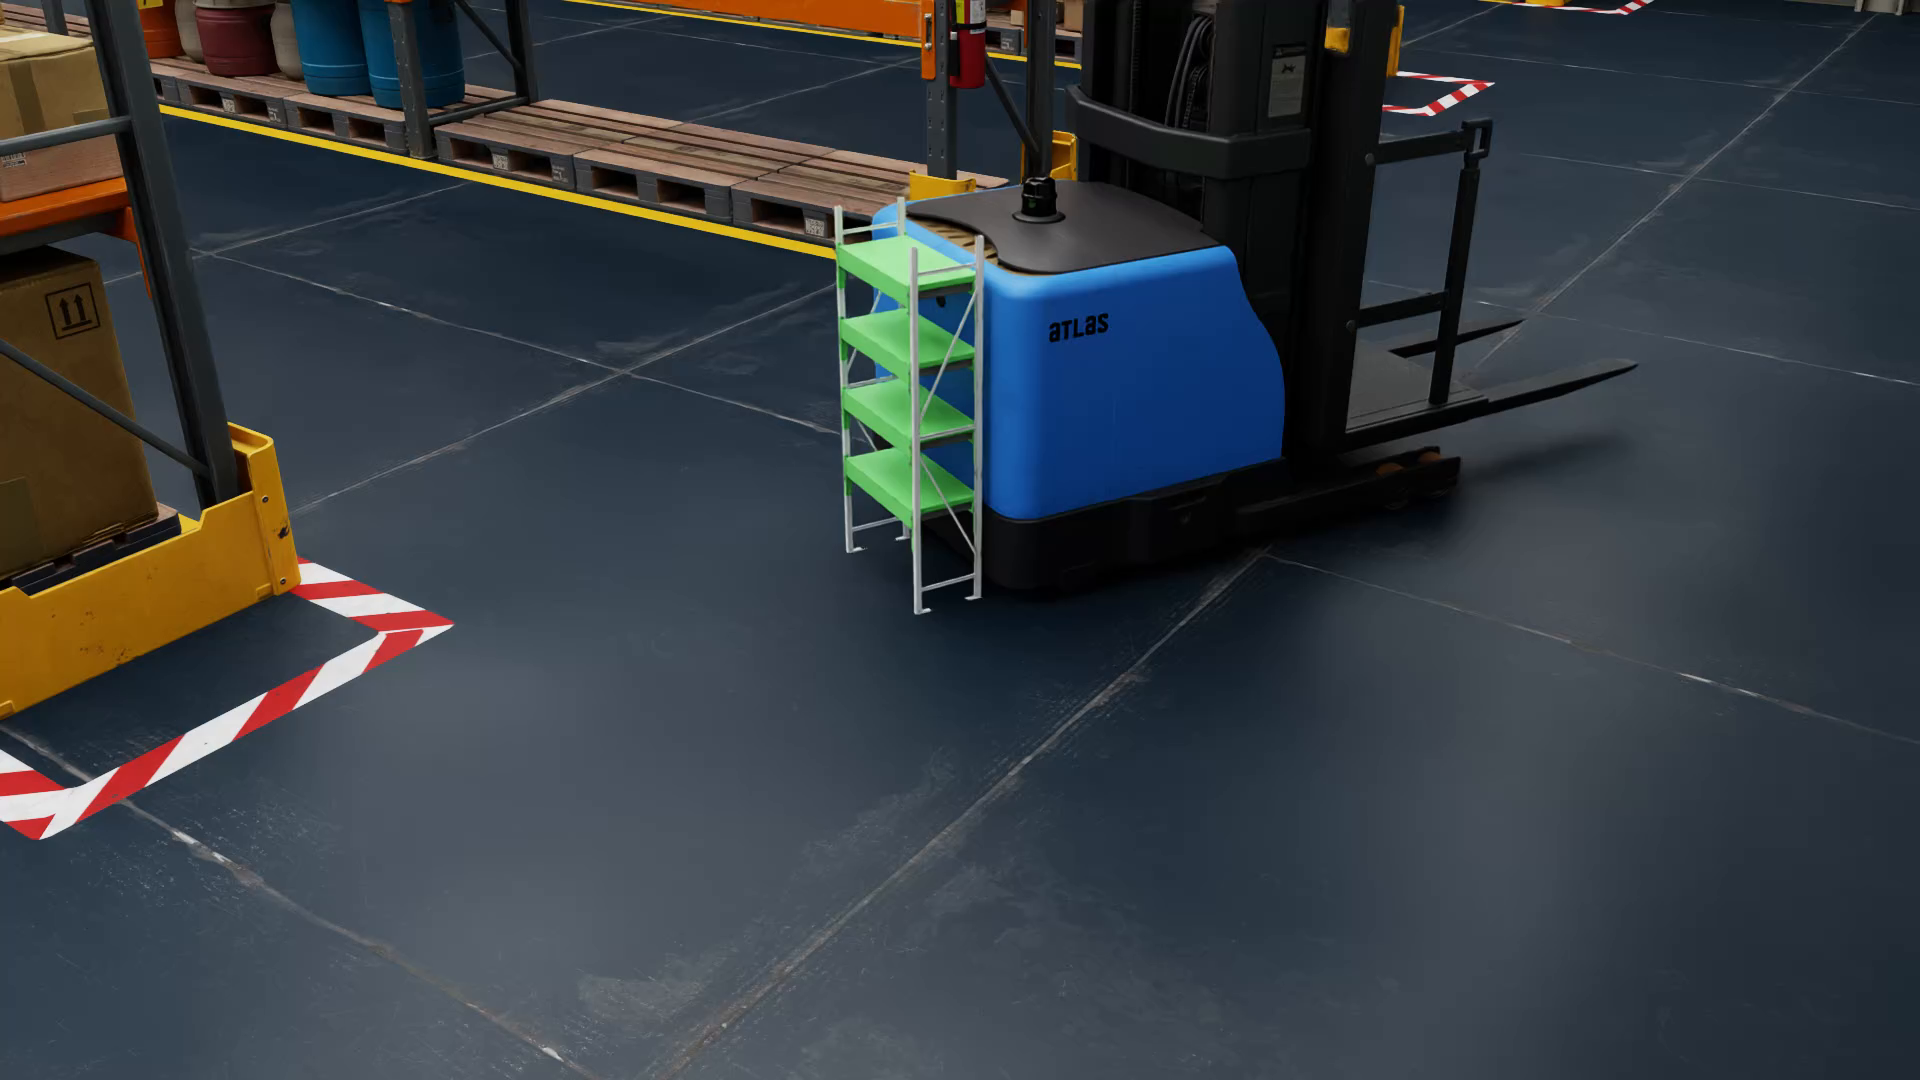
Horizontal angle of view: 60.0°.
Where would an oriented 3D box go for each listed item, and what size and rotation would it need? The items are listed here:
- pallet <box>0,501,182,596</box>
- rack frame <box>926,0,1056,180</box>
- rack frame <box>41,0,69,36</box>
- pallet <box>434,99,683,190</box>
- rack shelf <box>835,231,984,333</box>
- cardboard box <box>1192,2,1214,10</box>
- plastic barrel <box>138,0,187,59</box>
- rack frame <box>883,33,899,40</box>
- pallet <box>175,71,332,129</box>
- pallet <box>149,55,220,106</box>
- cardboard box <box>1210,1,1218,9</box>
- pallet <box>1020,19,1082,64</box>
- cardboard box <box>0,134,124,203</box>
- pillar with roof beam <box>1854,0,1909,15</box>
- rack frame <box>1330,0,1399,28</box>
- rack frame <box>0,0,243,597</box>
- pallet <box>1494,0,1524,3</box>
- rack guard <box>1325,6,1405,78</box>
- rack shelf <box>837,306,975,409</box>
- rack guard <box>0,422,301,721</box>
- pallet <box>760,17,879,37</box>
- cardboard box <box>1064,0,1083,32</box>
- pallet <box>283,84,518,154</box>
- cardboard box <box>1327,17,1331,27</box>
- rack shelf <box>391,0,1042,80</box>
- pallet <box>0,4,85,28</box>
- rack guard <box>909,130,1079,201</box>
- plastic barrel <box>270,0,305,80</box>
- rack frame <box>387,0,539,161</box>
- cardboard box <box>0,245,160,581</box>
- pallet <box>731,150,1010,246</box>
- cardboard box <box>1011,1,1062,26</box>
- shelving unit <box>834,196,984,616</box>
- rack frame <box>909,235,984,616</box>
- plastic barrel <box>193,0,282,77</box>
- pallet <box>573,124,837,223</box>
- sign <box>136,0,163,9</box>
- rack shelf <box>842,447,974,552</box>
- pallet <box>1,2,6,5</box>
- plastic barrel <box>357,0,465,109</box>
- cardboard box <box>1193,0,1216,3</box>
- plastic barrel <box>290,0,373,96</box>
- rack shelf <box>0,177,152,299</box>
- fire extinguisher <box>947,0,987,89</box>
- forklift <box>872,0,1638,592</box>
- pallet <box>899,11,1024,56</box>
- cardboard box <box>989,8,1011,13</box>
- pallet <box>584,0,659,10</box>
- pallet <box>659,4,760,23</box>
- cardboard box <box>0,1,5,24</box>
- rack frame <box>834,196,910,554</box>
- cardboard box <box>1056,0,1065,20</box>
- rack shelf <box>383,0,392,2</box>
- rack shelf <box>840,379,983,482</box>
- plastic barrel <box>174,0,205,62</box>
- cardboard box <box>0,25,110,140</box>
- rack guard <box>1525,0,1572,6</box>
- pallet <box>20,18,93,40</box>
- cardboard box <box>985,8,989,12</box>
[{"bbox_3d":[-3.340,0.033,5.452,1.213,0.211,1.003,17,32,30],"label":"pallet"},{"bbox_3d":[0.168,-2.885,8.112,0.127,3.000,1.000,17,32,30],"label":"rack frame"},{"bbox_3d":[-6.427,-4.939,12.149,0.127,3.000,1.000,17,32,30],"label":"rack frame"},{"bbox_3d":[-2.501,-2.495,10.420,1.213,0.211,1.003,17,32,30],"label":"pallet"},{"bbox_3d":[-0.159,-0.792,5.065,0.258,0.148,0.480,-15,30,-26],"label":"rack shelf"},{"bbox_3d":[1.622,-4.009,12.868,0.500,0.250,0.500,17,32,30],"label":"cardboard box"},{"bbox_3d":[-6.014,-4.040,12.311,0.708,0.830,0.600,17,32,30],"label":"plastic barrel"},{"bbox_3d":[-0.322,-5.763,13.767,0.127,3.000,1.000,17,32,30],"label":"rack frame"},{"bbox_3d":[-4.752,-3.196,11.798,1.213,0.211,1.003,17,32,30],"label":"pallet"},{"bbox_3d":[-5.753,-3.510,12.414,1.213,0.211,1.003,17,32,30],"label":"pallet"},{"bbox_3d":[2.276,-4.081,13.008,0.500,0.250,0.500,17,32,30],"label":"cardboard box"},{"bbox_3d":[1.253,-4.031,13.438,1.213,0.211,1.003,17,32,30],"label":"pallet"},{"bbox_3d":[-2.742,-1.136,4.952,0.250,0.149,0.380,18,32,31],"label":"cardboard box"},{"bbox_3d":[6.055,-7.283,10.140,0.400,9.000,9.100,17,32,30],"label":"pillar with roof beam"},{"bbox_3d":[2.975,-4.736,11.749,0.127,3.000,1.000,17,32,30],"label":"rack frame"},{"bbox_3d":[-2.636,-1.033,4.473,0.127,3.000,1.000,17,32,30],"label":"rack frame"},{"bbox_3d":[5.073,-5.522,16.369,1.213,0.211,1.003,17,32,30],"label":"pallet"},{"bbox_3d":[2.913,-3.642,12.354,0.348,0.500,1.175,17,32,30],"label":"rack guard"},{"bbox_3d":[-0.159,-0.578,5.174,0.258,0.148,0.480,-15,30,-26],"label":"rack shelf"},{"bbox_3d":[-2.617,0.087,5.028,0.348,0.500,1.175,17,32,30],"label":"rack guard"},{"bbox_3d":[-1.014,-4.715,14.783,1.213,0.211,1.003,17,32,30],"label":"pallet"},{"bbox_3d":[1.230,-4.366,13.290,0.637,0.503,0.797,17,32,30],"label":"cardboard box"},{"bbox_3d":[-3.742,-2.883,11.183,1.213,0.211,1.003,17,32,30],"label":"pallet"},{"bbox_3d":[2.825,-3.898,12.760,0.250,0.149,0.380,17,32,30],"label":"cardboard box"},{"bbox_3d":[-1.481,-3.078,9.284,4.000,0.370,1.077,17,32,30],"label":"rack shelf"},{"bbox_3d":[-8.045,-4.224,13.817,1.213,0.211,1.003,17,32,30],"label":"pallet"},{"bbox_3d":[0.195,-1.770,8.676,0.348,0.500,1.175,17,32,30],"label":"rack guard"},{"bbox_3d":[-4.567,-3.497,11.594,0.421,0.512,0.421,0,27,0],"label":"plastic barrel"},{"bbox_3d":[-3.129,-3.912,10.130,0.127,3.000,1.000,17,32,30],"label":"rack frame"},{"bbox_3d":[-3.209,-0.408,5.124,0.875,0.875,0.875,17,32,30],"label":"cardboard box"},{"bbox_3d":[-0.490,-1.869,9.189,1.213,0.211,1.003,17,32,30],"label":"pallet"},{"bbox_3d":[0.620,-4.290,13.510,0.250,0.166,0.380,17,32,30],"label":"cardboard box"},{"bbox_3d":[-0.159,-0.421,5.254,0.258,1.200,0.503,-15,30,-26],"label":"shelving unit"},{"bbox_3d":[-0.038,-0.325,5.065,0.240,1.200,0.015,-15,30,-26],"label":"rack frame"},{"bbox_3d":[-5.083,-3.643,11.796,0.708,0.588,0.600,17,32,30],"label":"plastic barrel"},{"bbox_3d":[-1.492,-2.182,9.805,1.213,0.211,1.003,17,32,30],"label":"pallet"},{"bbox_3d":[-2.317,-1.661,4.664,0.005,0.325,0.100,17,32,30],"label":"sign"},{"bbox_3d":[-0.159,-0.150,5.392,0.258,0.148,0.480,-15,30,-26],"label":"rack shelf"},{"bbox_3d":[-9.054,-4.537,14.432,1.213,0.211,1.003,17,32,30],"label":"pallet"},{"bbox_3d":[-3.568,-3.310,10.798,0.708,0.901,0.600,17,32,30],"label":"plastic barrel"},{"bbox_3d":[1.863,-4.209,13.260,0.500,0.250,0.500,17,32,30],"label":"cardboard box"},{"bbox_3d":[-4.152,-3.492,11.155,0.708,0.901,0.600,17,32,30],"label":"plastic barrel"},{"bbox_3d":[-4.285,-1.226,5.646,4.000,0.370,1.077,17,32,30],"label":"rack shelf"},{"bbox_3d":[0.035,-2.476,7.804,0.183,0.674,0.296,17,32,30],"label":"fire extinguisher"},{"bbox_3d":[1.228,-1.609,5.680,3.031,2.935,1.130,-14,30,-26],"label":"forklift"},{"bbox_3d":[0.244,-4.344,14.053,1.213,0.211,1.003,17,32,30],"label":"pallet"},{"bbox_3d":[0.308,-4.805,14.155,0.500,0.500,0.500,17,32,30],"label":"cardboard box"},{"bbox_3d":[-3.025,-5.342,16.014,1.213,0.211,1.003,17,32,30],"label":"pallet"},{"bbox_3d":[-2.024,-5.028,15.398,1.213,0.211,1.003,17,32,30],"label":"pallet"},{"bbox_3d":[-3.291,-1.786,4.963,0.500,0.500,0.500,16,31,29],"label":"cardboard box"},{"bbox_3d":[-0.280,-0.517,5.443,0.240,1.200,0.015,-15,30,-26],"label":"rack frame"},{"bbox_3d":[0.927,-4.528,13.820,0.500,0.311,0.500,17,32,30],"label":"cardboard box"},{"bbox_3d":[-4.778,-4.105,11.303,4.000,0.370,1.077,17,32,30],"label":"rack shelf"},{"bbox_3d":[-0.159,-0.364,5.283,0.258,0.148,0.480,-15,30,-26],"label":"rack shelf"},{"bbox_3d":[-5.498,-3.787,12.164,0.421,0.512,0.421,0,27,0],"label":"plastic barrel"},{"bbox_3d":[-2.879,-1.323,4.881,0.500,0.250,0.500,16,31,29],"label":"cardboard box"},{"bbox_3d":[5.797,-5.469,15.945,0.348,0.500,1.175,17,32,30],"label":"rack guard"},{"bbox_3d":[-7.043,-3.910,13.201,1.213,0.211,1.003,17,32,30],"label":"pallet"},{"bbox_3d":[-0.098,-4.572,13.907,0.500,0.311,0.500,17,32,30],"label":"cardboard box"}]
